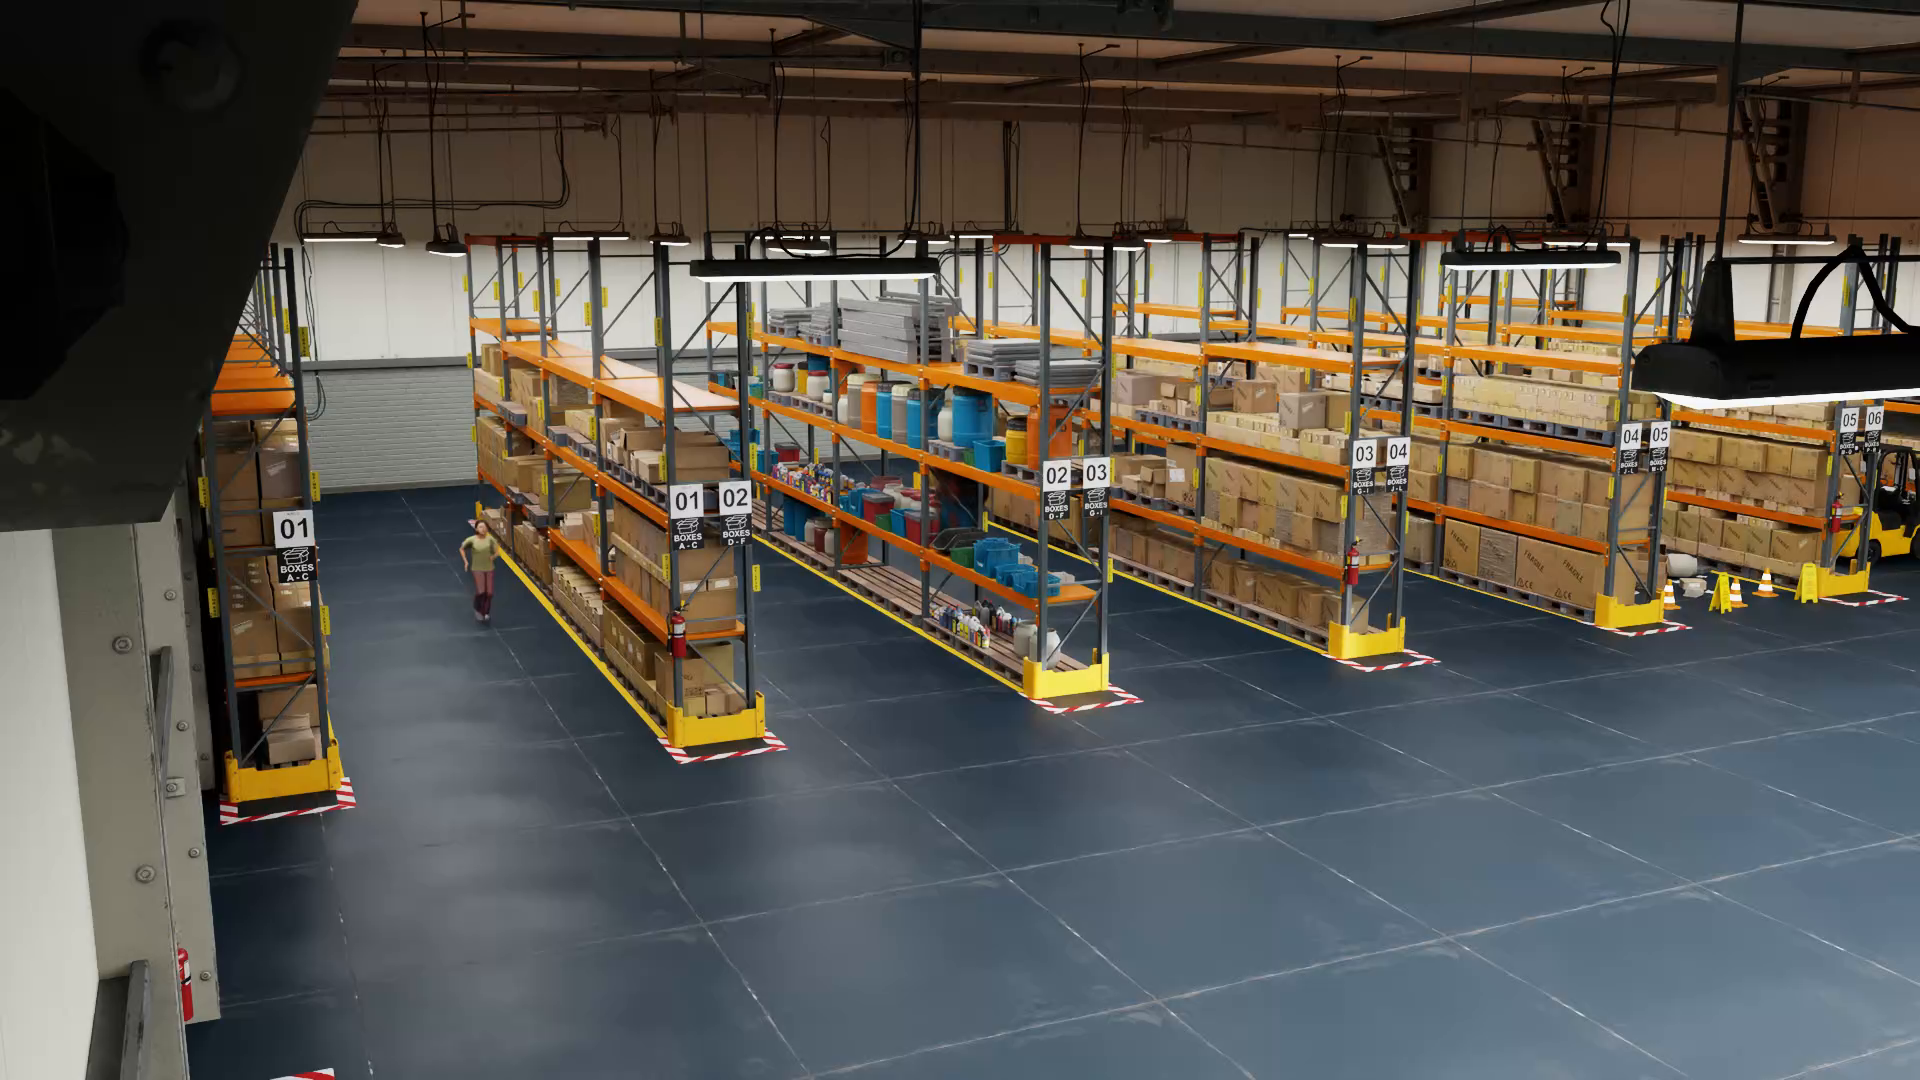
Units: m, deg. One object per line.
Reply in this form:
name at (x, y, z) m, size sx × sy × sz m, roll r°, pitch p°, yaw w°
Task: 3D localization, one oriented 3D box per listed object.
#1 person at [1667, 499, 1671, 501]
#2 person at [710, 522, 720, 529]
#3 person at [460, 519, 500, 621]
person at (15.072, -1.161, 35.134) m, size 0.820 × 1.532 × 0.685 m, roll 9°, pitch 14°, yaw 39°
person at (-4.721, -0.645, 32.200) m, size 0.595 × 1.716 × 0.716 m, roll -5°, pitch 12°, yaw -26°
person at (-7.531, 0.487, 26.224) m, size 0.575 × 1.631 × 0.605 m, roll -6°, pitch 12°, yaw -28°
